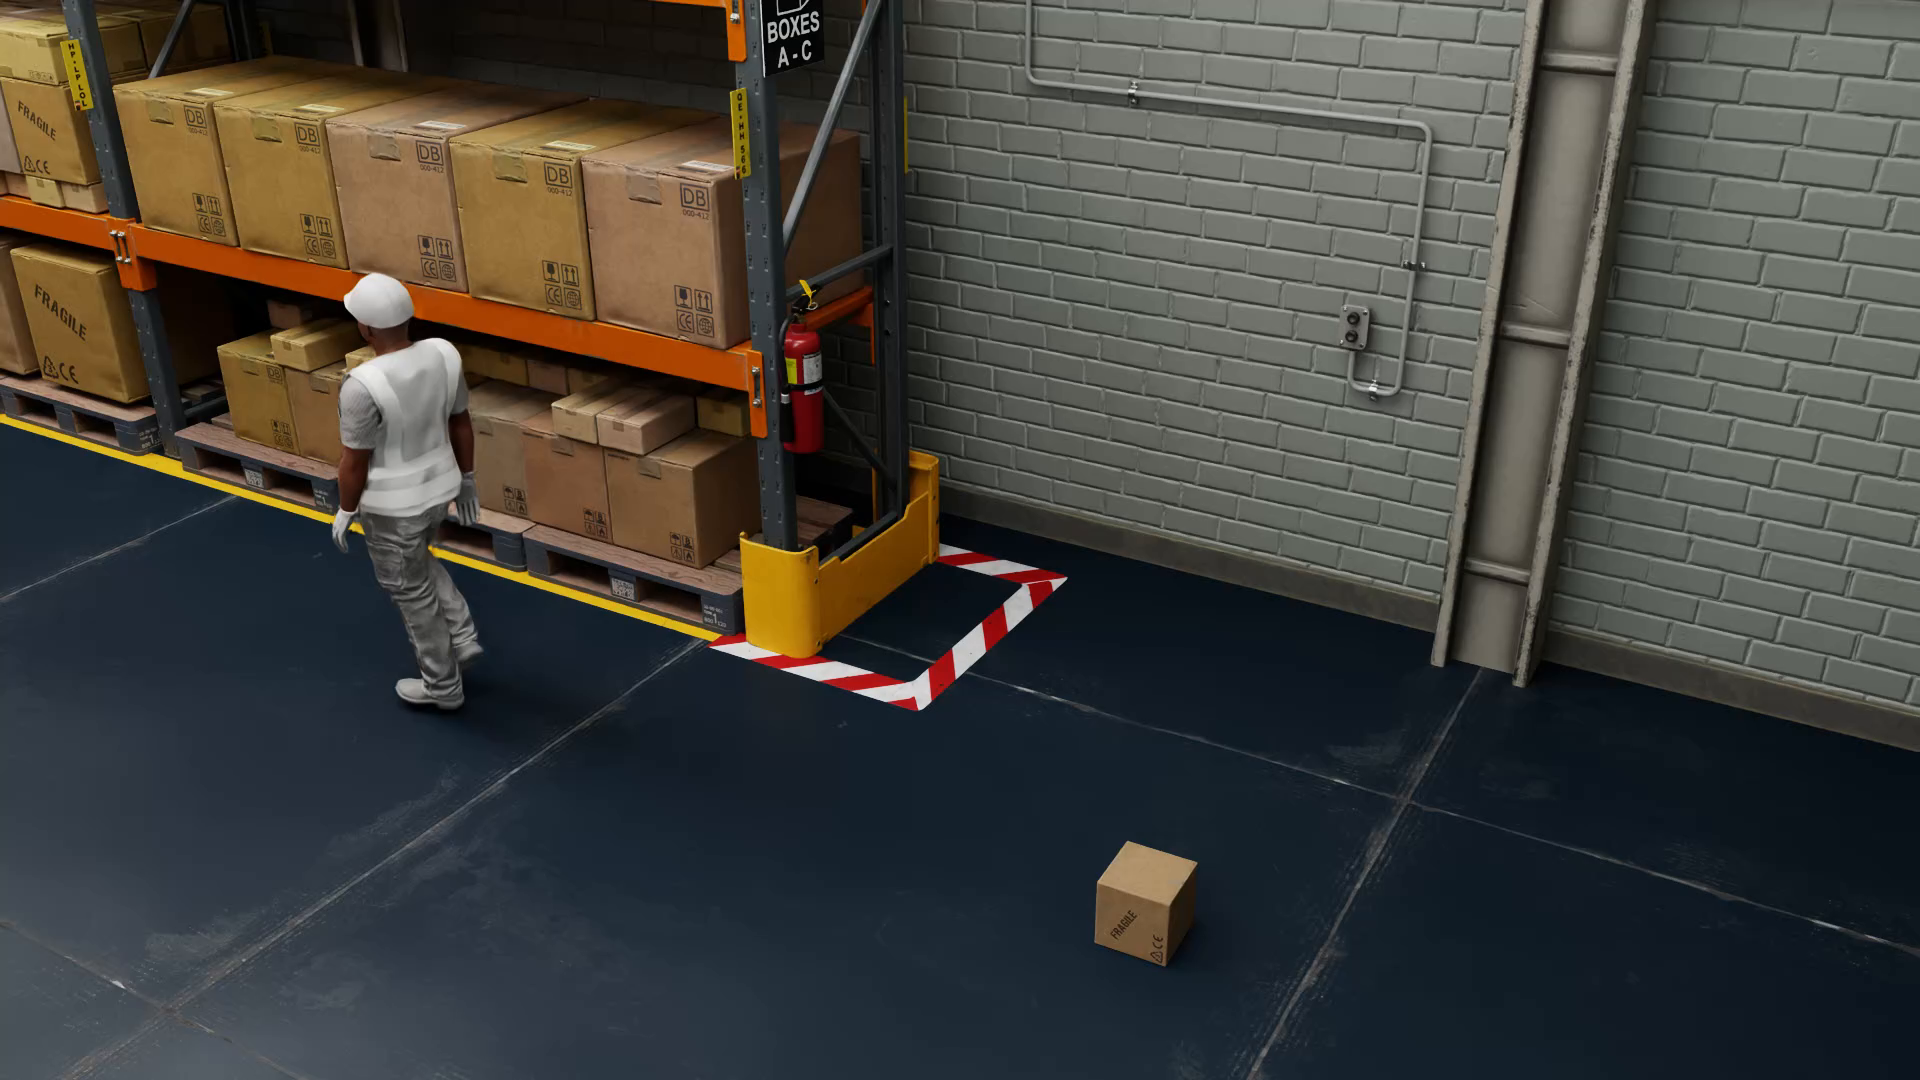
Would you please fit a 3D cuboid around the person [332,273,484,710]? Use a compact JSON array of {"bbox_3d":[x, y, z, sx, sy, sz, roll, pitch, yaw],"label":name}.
[{"bbox_3d":[-2.155,-0.162,6.385,0.459,1.805,0.551,12,29,23],"label":"person"}]
